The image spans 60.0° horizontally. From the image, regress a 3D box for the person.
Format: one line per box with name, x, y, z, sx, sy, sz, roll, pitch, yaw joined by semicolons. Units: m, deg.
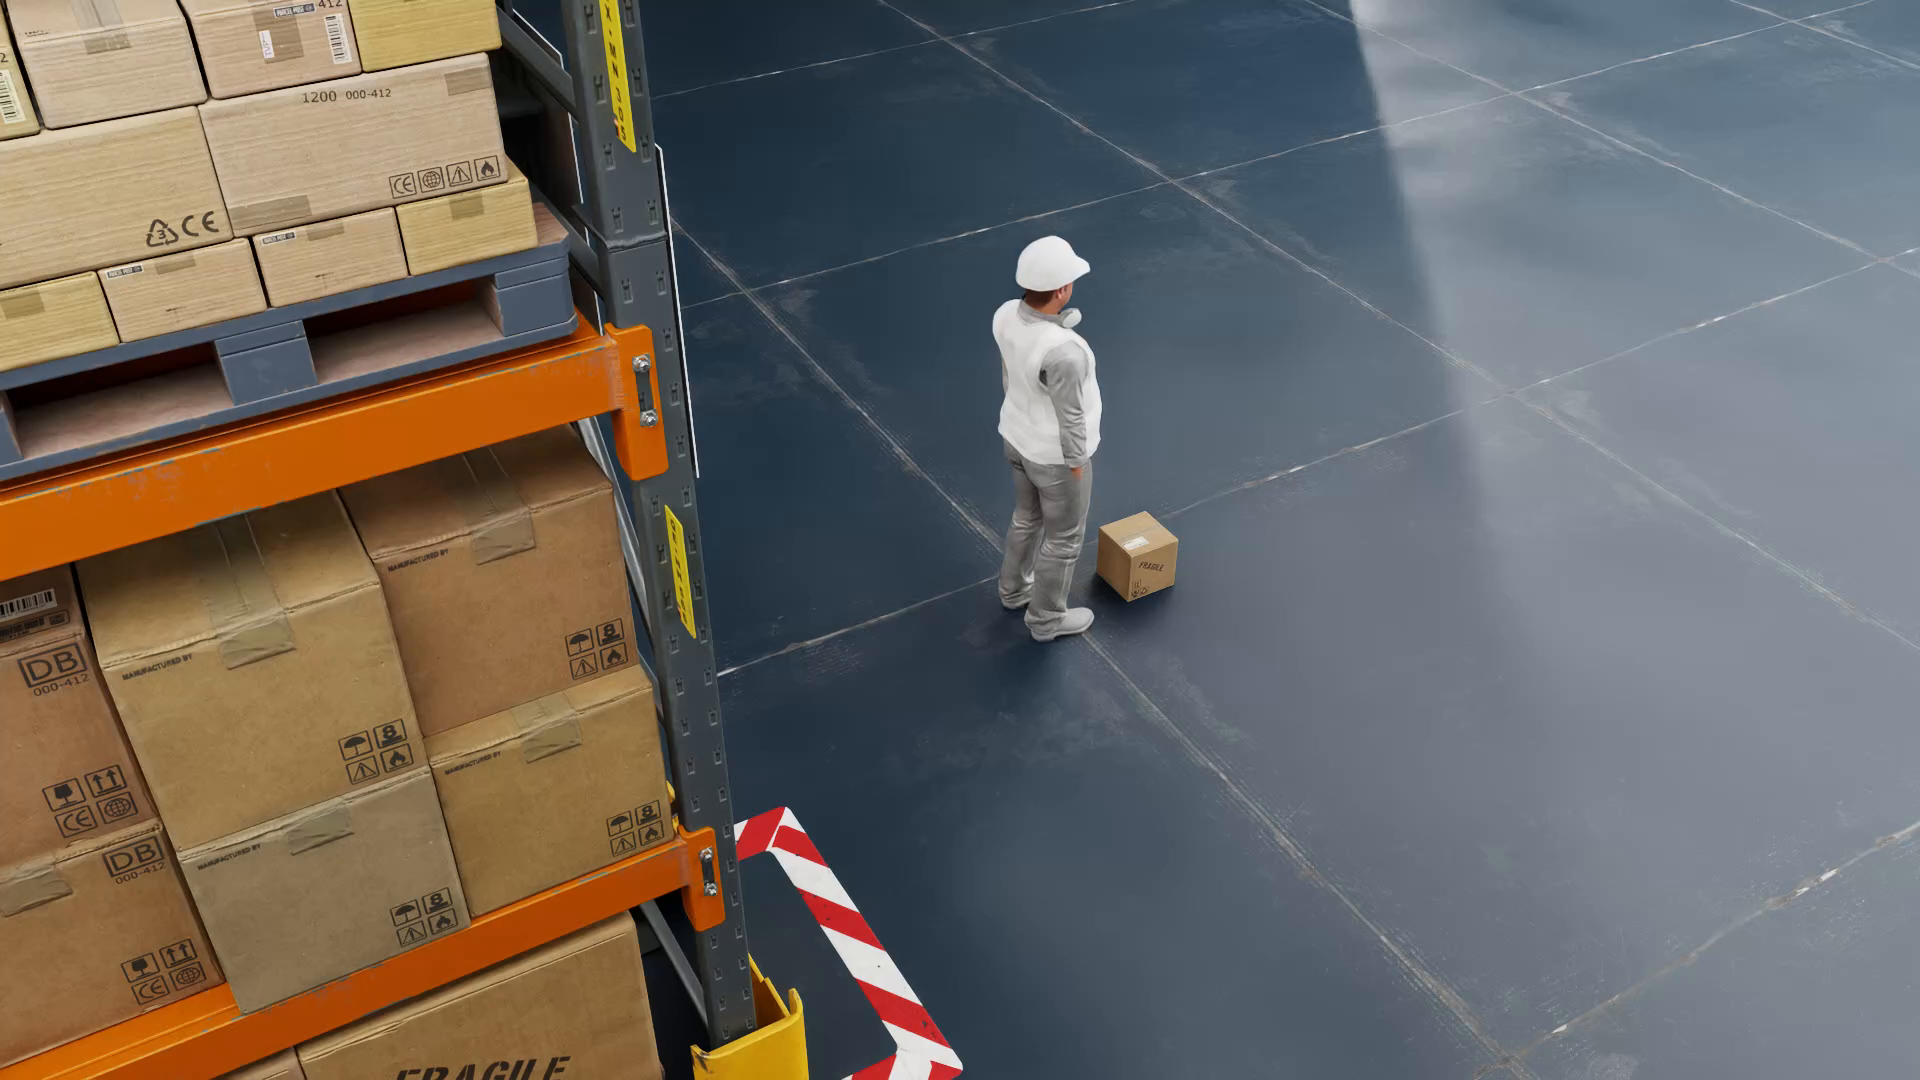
person;0.350;-0.407;6.681;0.360;1.768;0.533;-18;40;-23
